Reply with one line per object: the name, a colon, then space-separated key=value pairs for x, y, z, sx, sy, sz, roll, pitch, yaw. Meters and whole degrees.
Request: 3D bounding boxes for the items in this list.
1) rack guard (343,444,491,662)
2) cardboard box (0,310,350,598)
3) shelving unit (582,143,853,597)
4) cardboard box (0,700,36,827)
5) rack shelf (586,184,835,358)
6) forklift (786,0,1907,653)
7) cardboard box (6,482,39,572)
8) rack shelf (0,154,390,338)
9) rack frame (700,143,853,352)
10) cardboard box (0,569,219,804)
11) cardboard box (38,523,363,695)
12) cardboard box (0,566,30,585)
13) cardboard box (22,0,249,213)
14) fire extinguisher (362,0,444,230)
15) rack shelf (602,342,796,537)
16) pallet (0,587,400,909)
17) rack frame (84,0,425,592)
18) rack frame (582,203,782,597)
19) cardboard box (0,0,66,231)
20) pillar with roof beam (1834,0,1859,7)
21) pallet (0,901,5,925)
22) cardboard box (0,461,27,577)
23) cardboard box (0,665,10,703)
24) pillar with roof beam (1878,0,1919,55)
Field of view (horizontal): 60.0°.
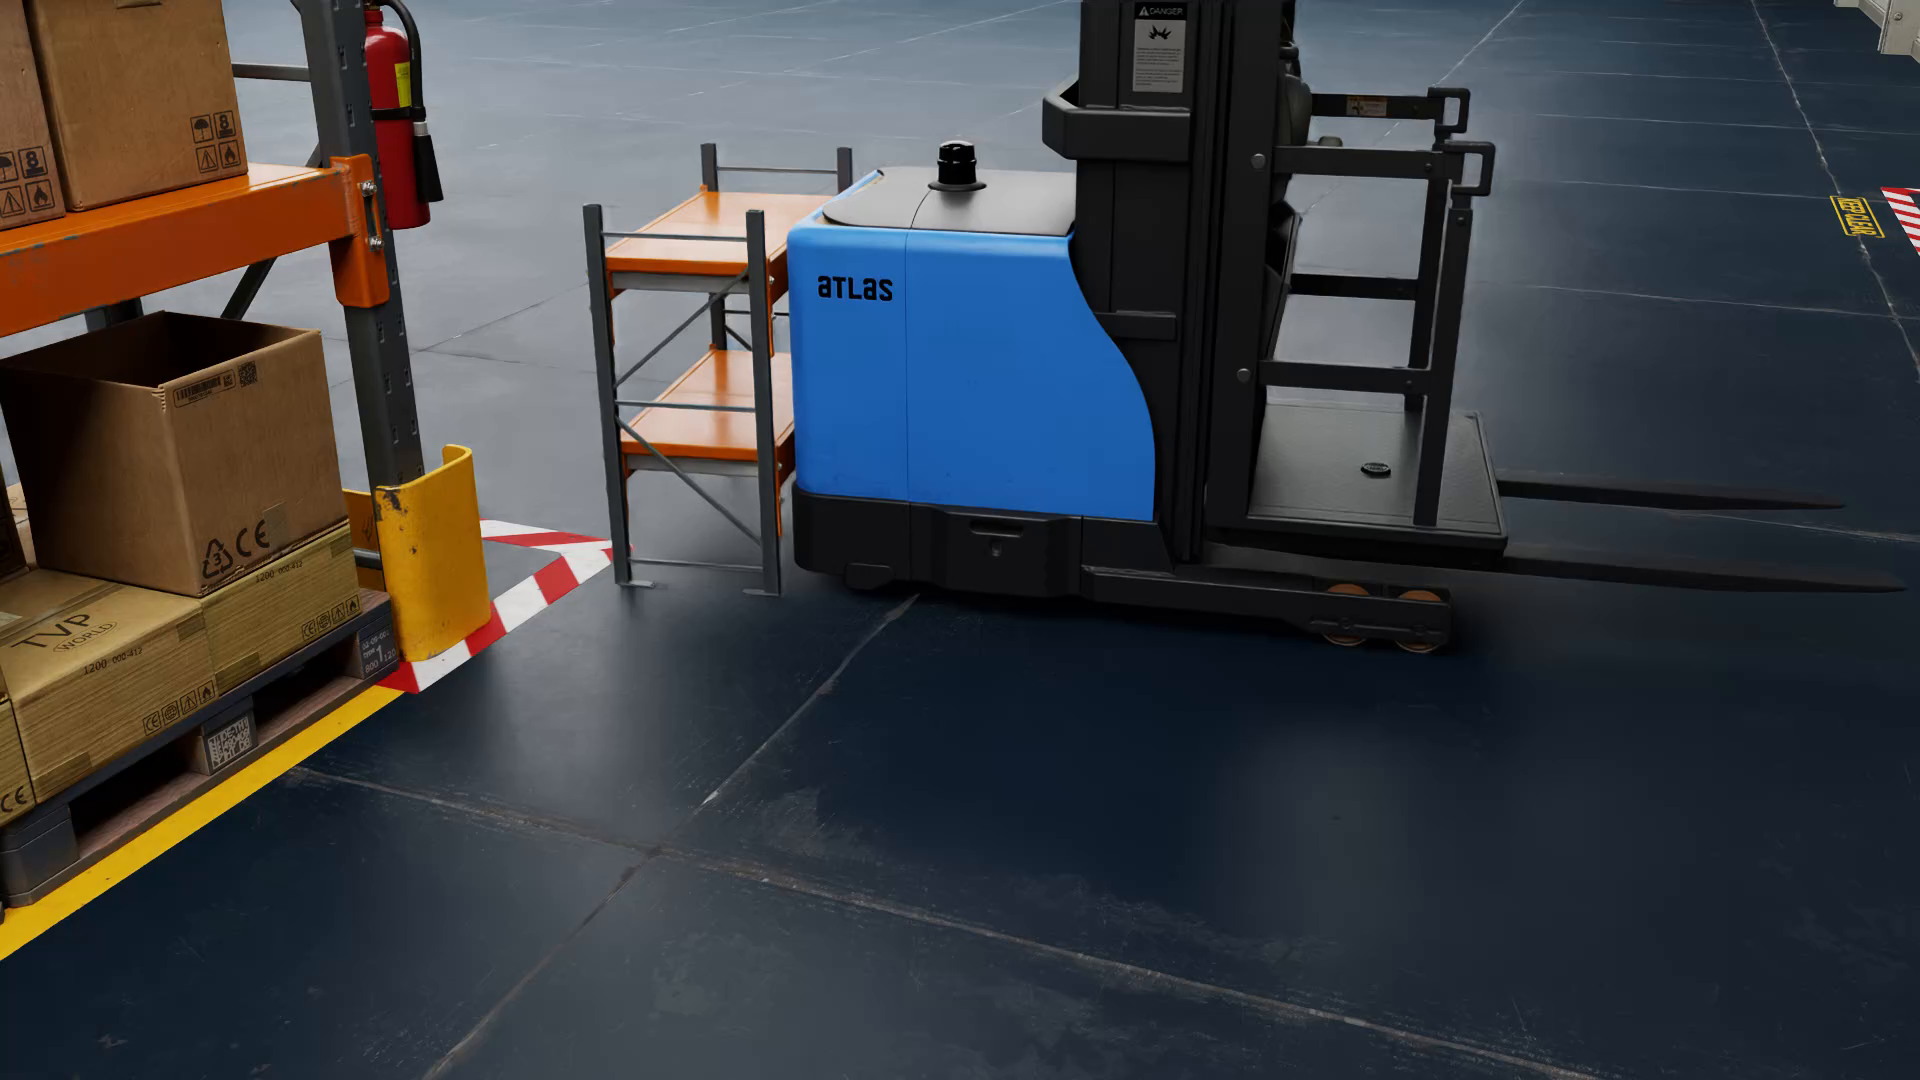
rack guard: x=-1.915 y=-0.040 z=4.698 sx=1.175 sy=0.500 sz=0.348 roll=9 pitch=24 yaw=20
cardboard box: x=-1.847 y=-0.222 z=3.938 sx=0.500 sy=0.500 sz=0.500 roll=9 pitch=24 yaw=20
shelving unit: x=-0.685 y=-0.567 z=5.149 sx=0.538 sy=1.125 sz=1.048 roll=4 pitch=23 yaw=9
cardboard box: x=-2.208 y=0.484 z=3.222 sx=0.500 sy=0.250 sz=0.500 roll=9 pitch=24 yaw=20
rack shelf: x=-0.685 y=-0.837 z=5.036 sx=0.538 sy=0.278 sz=1.000 roll=4 pitch=23 yaw=9
forklift: x=1.082 y=-1.270 z=4.489 sx=3.031 sy=2.935 sz=1.130 roll=5 pitch=23 yaw=11
cardboard box: x=-2.330 y=0.050 z=4.261 sx=0.500 sy=0.250 sz=0.500 roll=9 pitch=24 yaw=20
rack shelf: x=-2.667 y=-0.137 z=2.621 sx=1.077 sy=0.370 sz=4.000 roll=9 pitch=24 yaw=20
rack frame: x=-0.598 y=-0.760 z=5.611 sx=0.500 sy=1.125 sz=0.032 roll=4 pitch=23 yaw=9
cardboard box: x=-2.024 y=0.305 z=3.651 sx=0.500 sy=0.250 sz=0.500 roll=9 pitch=24 yaw=20
cardboard box: x=-1.849 y=0.124 z=4.084 sx=0.500 sy=0.250 sz=0.500 roll=9 pitch=24 yaw=20
cardboard box: x=-2.512 y=0.229 z=3.832 sx=0.500 sy=0.250 sz=0.500 roll=9 pitch=24 yaw=20
cardboard box: x=-2.110 y=-1.066 z=3.780 sx=0.700 sy=0.500 sz=0.500 roll=9 pitch=24 yaw=20
fire extinguisher: x=-1.449 y=-1.125 z=4.152 sx=0.296 sy=0.674 sz=0.183 roll=9 pitch=24 yaw=20
rack shelf: x=-0.685 y=-0.342 z=5.243 sx=0.538 sy=0.278 sz=1.000 roll=4 pitch=23 yaw=9
pallet: x=-2.170 y=0.381 z=4.063 sx=1.003 sy=0.211 sz=1.213 roll=9 pitch=24 yaw=20
rack frame: x=-1.924 y=-1.185 z=4.195 sx=1.000 sy=3.000 sz=0.127 roll=9 pitch=24 yaw=20
rack frame: x=-0.773 y=-0.374 z=4.686 sx=0.500 sy=1.125 sz=0.032 roll=4 pitch=23 yaw=9
cardboard box: x=-2.300 y=-0.877 z=3.329 sx=0.700 sy=0.500 sz=0.500 roll=9 pitch=24 yaw=21
pillar with roof beam: x=8.137 y=-12.076 z=22.485 sx=9.100 sy=9.000 sz=0.400 roll=9 pitch=24 yaw=20
pallet: x=-2.624 y=0.816 z=3.022 sx=1.003 sy=0.211 sz=1.213 roll=9 pitch=24 yaw=20
cardboard box: x=-2.514 y=-0.117 z=3.688 sx=0.500 sy=0.500 sz=0.500 roll=9 pitch=24 yaw=20
cardboard box: x=-2.205 y=0.138 z=3.077 sx=0.500 sy=0.500 sz=0.500 roll=9 pitch=24 yaw=20
pillar with roof beam: x=5.909 y=-9.929 z=17.345 sx=9.100 sy=9.000 sz=0.400 roll=9 pitch=24 yaw=20
